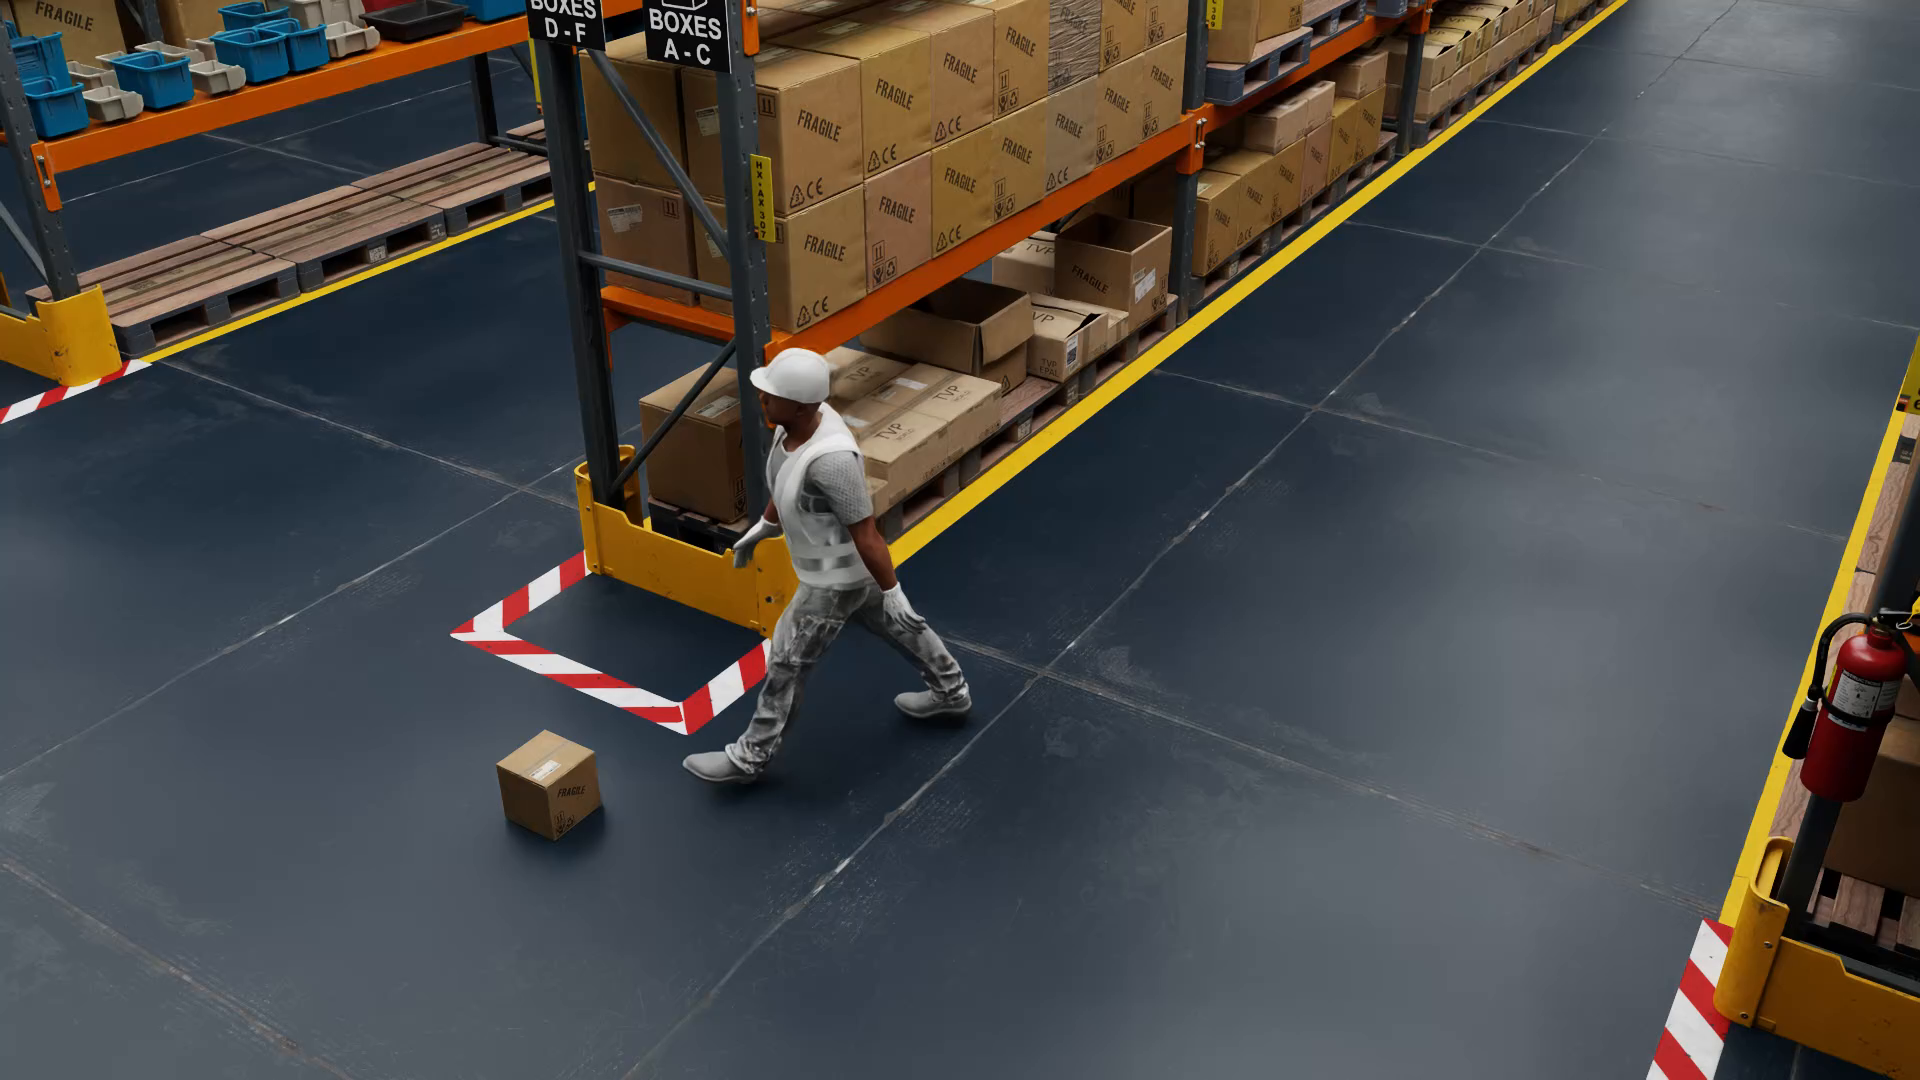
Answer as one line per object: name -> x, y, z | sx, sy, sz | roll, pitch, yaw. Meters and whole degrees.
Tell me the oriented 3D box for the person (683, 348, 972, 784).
person -> -0.495, 0.089, 6.016 | 1.151, 1.708, 0.660 | -7, 31, -11
